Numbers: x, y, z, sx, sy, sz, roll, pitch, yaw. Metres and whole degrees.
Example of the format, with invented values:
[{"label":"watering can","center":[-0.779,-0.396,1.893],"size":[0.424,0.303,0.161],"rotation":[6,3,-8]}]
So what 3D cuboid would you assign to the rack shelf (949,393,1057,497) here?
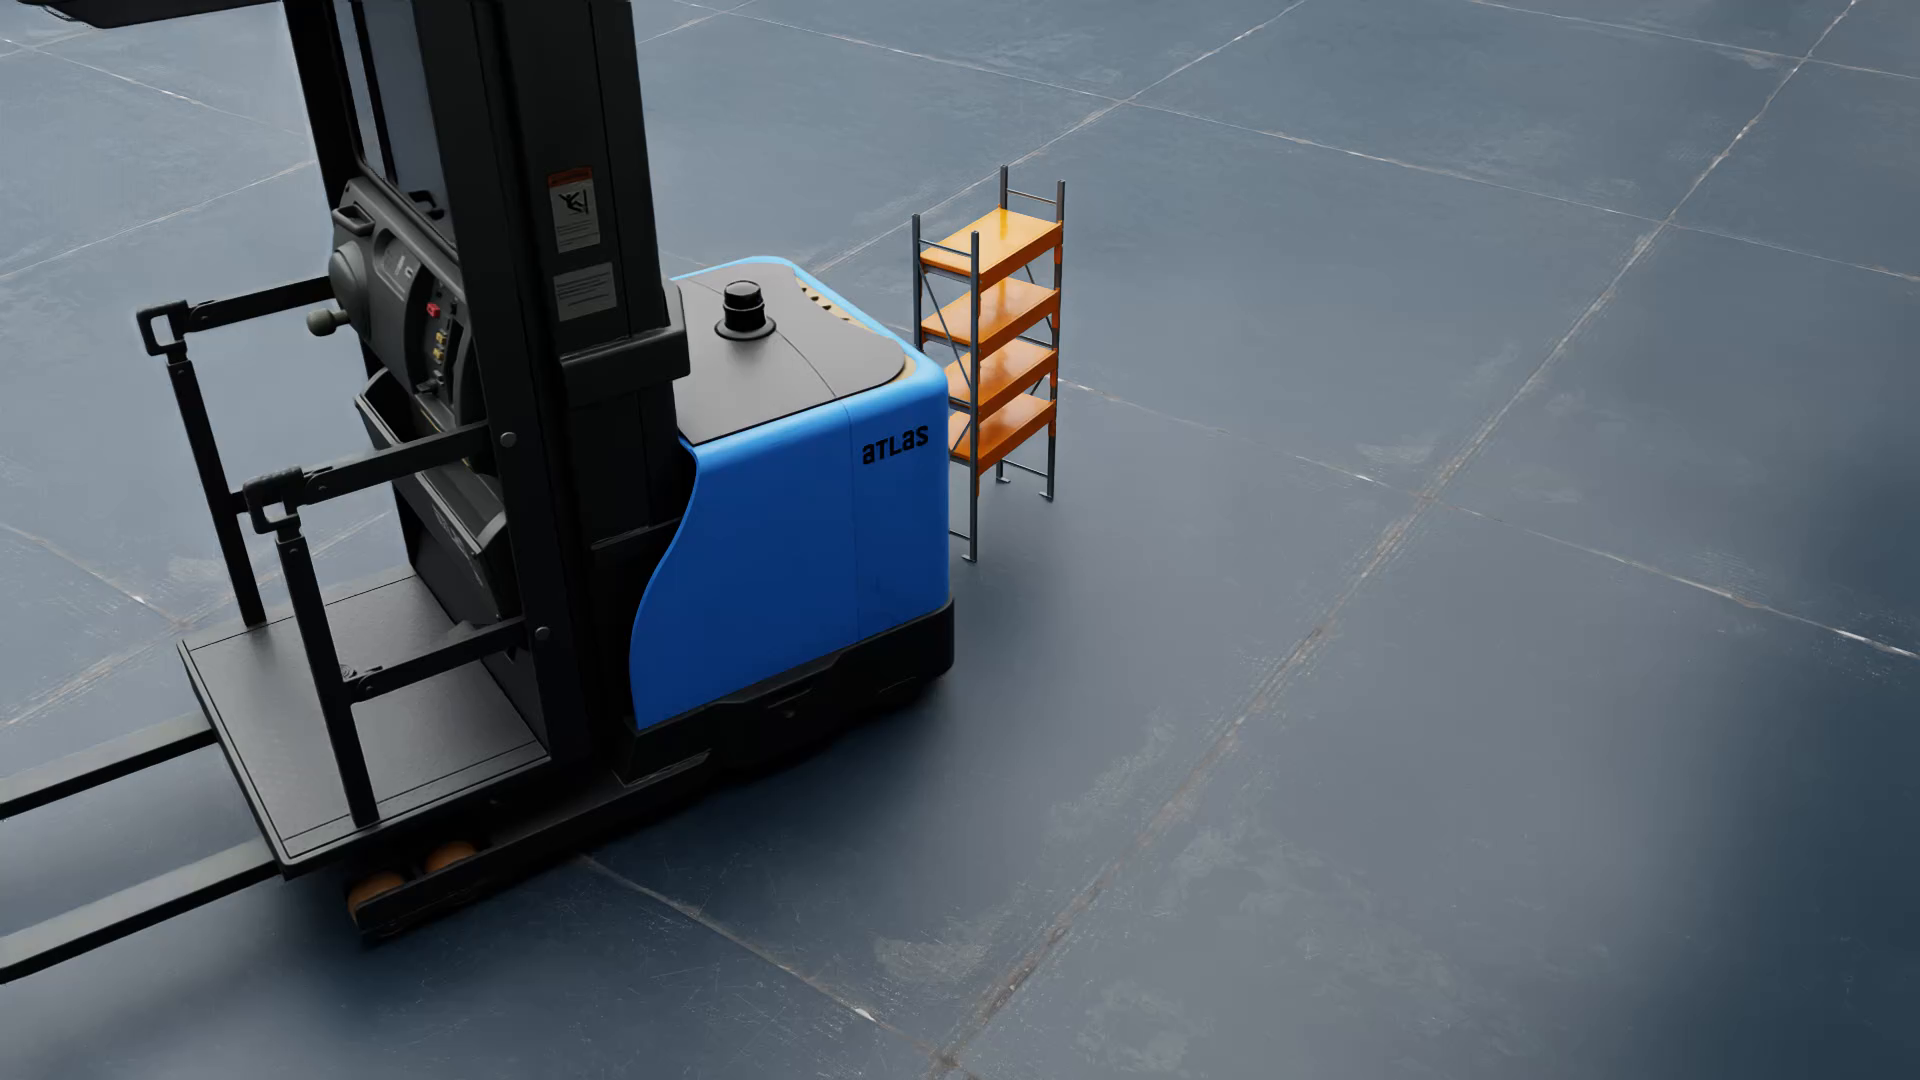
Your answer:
[{"label":"rack shelf","center":[0.094,-0.353,5.675],"size":[0.258,0.148,0.480],"rotation":[21,39,28]}]

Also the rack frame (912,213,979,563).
[{"label":"rack frame","center":[-0.045,-0.461,5.361],"size":[0.240,1.200,0.015],"rotation":[21,39,28]}]

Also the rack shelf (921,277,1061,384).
[{"label":"rack shelf","center":[0.094,-0.703,5.439],"size":[0.258,0.148,0.480],"rotation":[21,39,28]}]

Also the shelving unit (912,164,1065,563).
[{"label":"shelving unit","center":[0.094,-0.573,5.527],"size":[0.258,1.200,0.503],"rotation":[21,39,28]}]

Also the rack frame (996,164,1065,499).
[{"label":"rack frame","center":[0.234,-0.686,5.693],"size":[0.240,1.200,0.015],"rotation":[21,39,28]}]

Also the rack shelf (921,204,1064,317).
[{"label":"rack shelf","center":[0.094,-0.899,5.306],"size":[0.258,0.148,0.480],"rotation":[21,39,28]}]

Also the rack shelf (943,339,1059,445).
[{"label":"rack shelf","center":[0.094,-0.517,5.564],"size":[0.258,0.148,0.480],"rotation":[21,39,28]}]

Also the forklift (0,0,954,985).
[{"label":"forklift","center":[-1.521,-0.539,3.931],"size":[3.031,2.935,1.130],"rotation":[-21,39,-28]}]
